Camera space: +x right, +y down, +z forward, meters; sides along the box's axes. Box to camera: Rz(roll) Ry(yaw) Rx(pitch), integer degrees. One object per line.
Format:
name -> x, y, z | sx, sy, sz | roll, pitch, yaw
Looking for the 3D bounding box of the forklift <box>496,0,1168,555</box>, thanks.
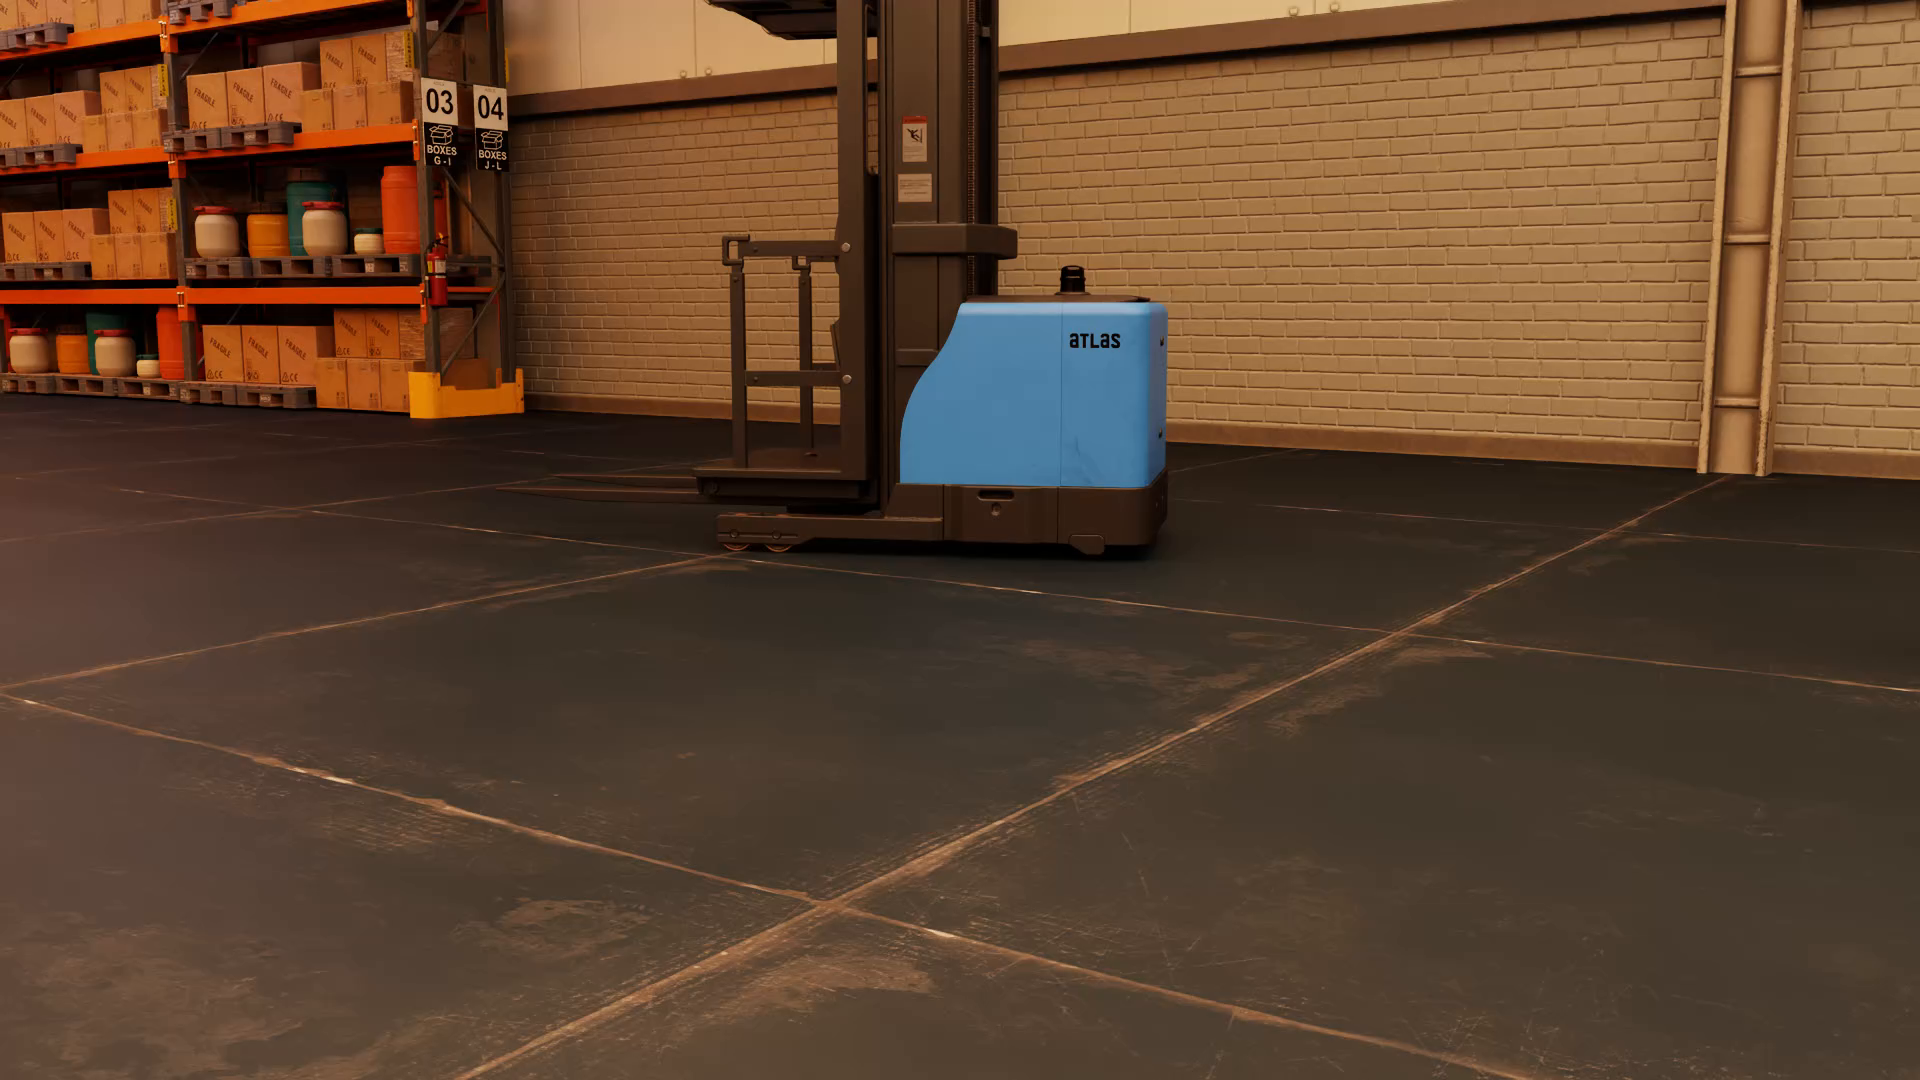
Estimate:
forklift -> -0.596, -1.469, 7.520 | 3.031, 2.935, 1.130 | 2, 8, 12
